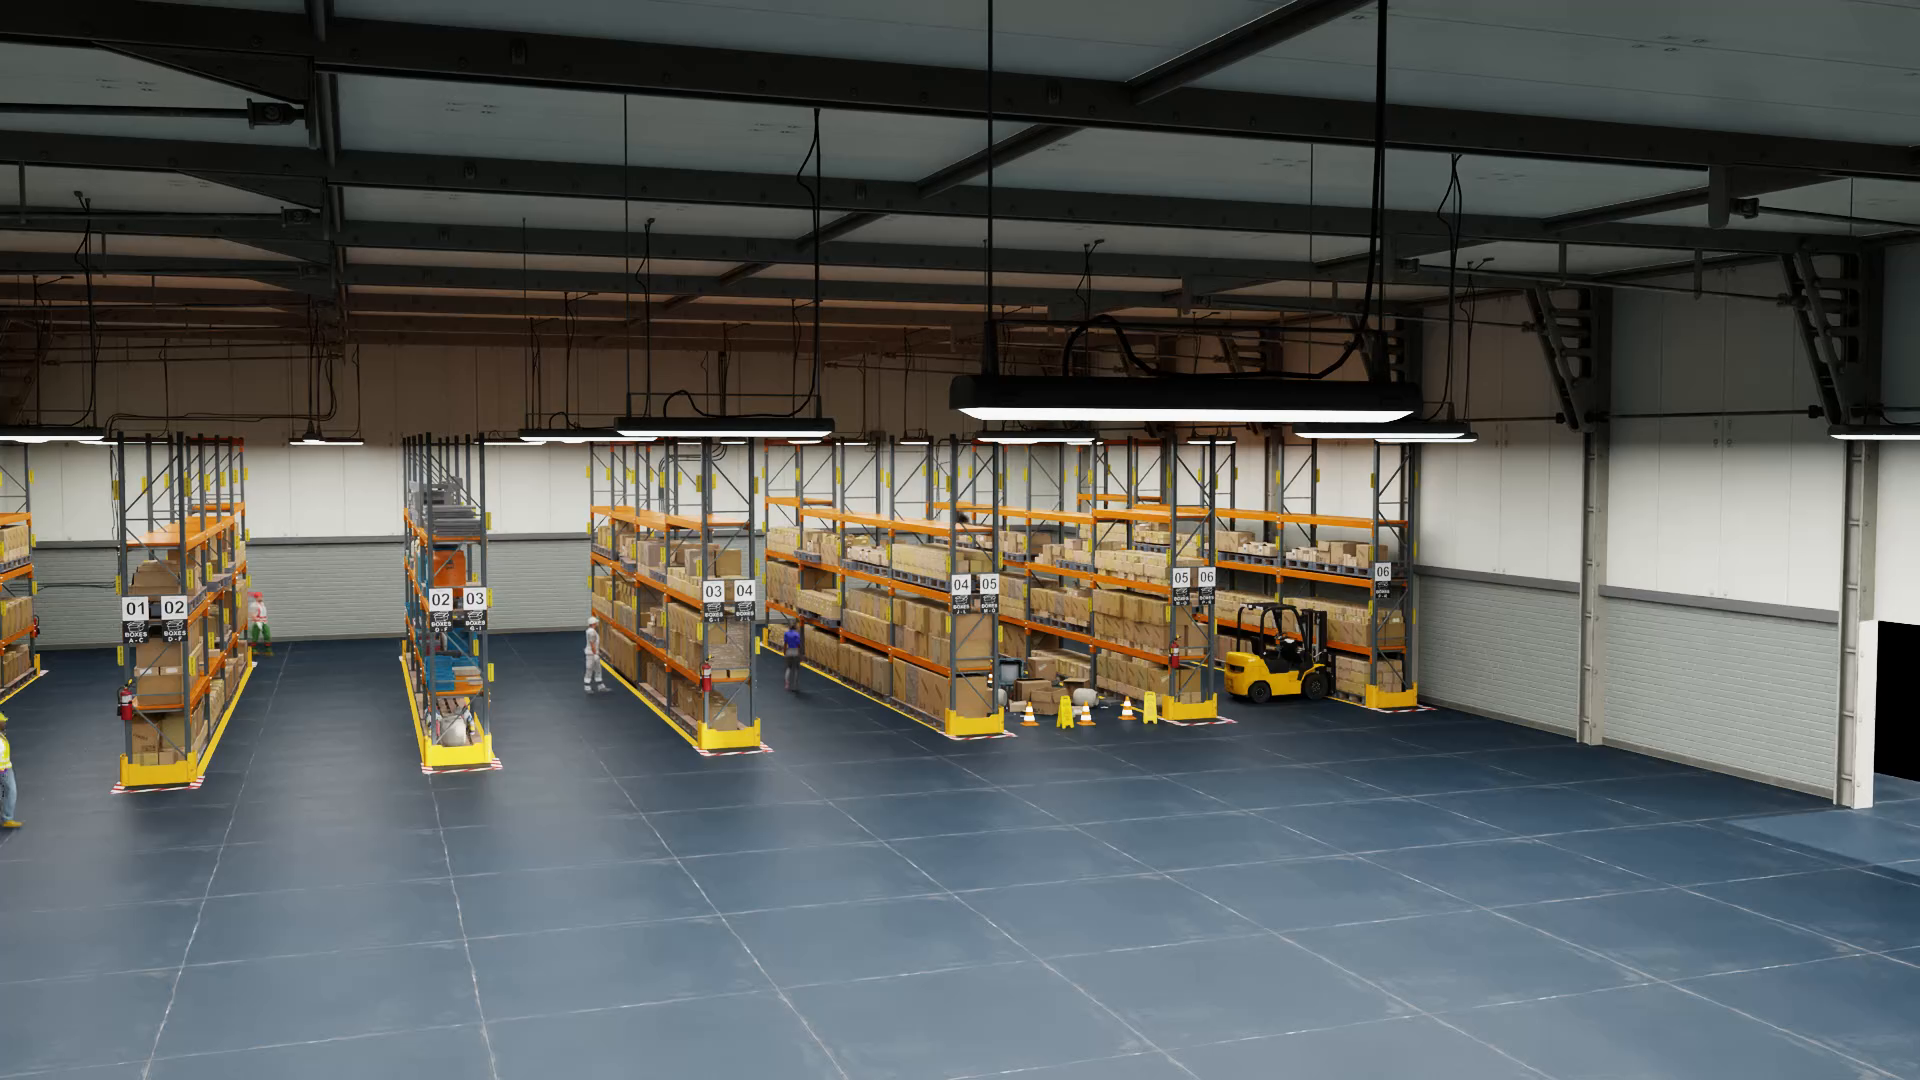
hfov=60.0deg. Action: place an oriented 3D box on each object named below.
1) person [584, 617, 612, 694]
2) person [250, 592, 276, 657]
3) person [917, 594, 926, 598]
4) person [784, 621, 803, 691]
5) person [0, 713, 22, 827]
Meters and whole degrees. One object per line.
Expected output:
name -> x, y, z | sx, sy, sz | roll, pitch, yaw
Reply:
person -> -8.477, 2.682, 38.810 | 0.574, 1.784, 0.589 | 0, 3, 2
person -> -19.129, 2.299, 45.434 | 0.919, 1.760, 0.507 | 3, 4, 41
person -> -1.094, 1.982, 52.105 | 0.876, 1.674, 0.576 | -2, 4, -27
person -> -3.927, 2.754, 39.069 | 0.457, 1.577, 0.466 | 1, 3, 15
person -> -14.526, 3.460, 24.980 | 0.748, 1.734, 0.533 | 1, 3, 14
